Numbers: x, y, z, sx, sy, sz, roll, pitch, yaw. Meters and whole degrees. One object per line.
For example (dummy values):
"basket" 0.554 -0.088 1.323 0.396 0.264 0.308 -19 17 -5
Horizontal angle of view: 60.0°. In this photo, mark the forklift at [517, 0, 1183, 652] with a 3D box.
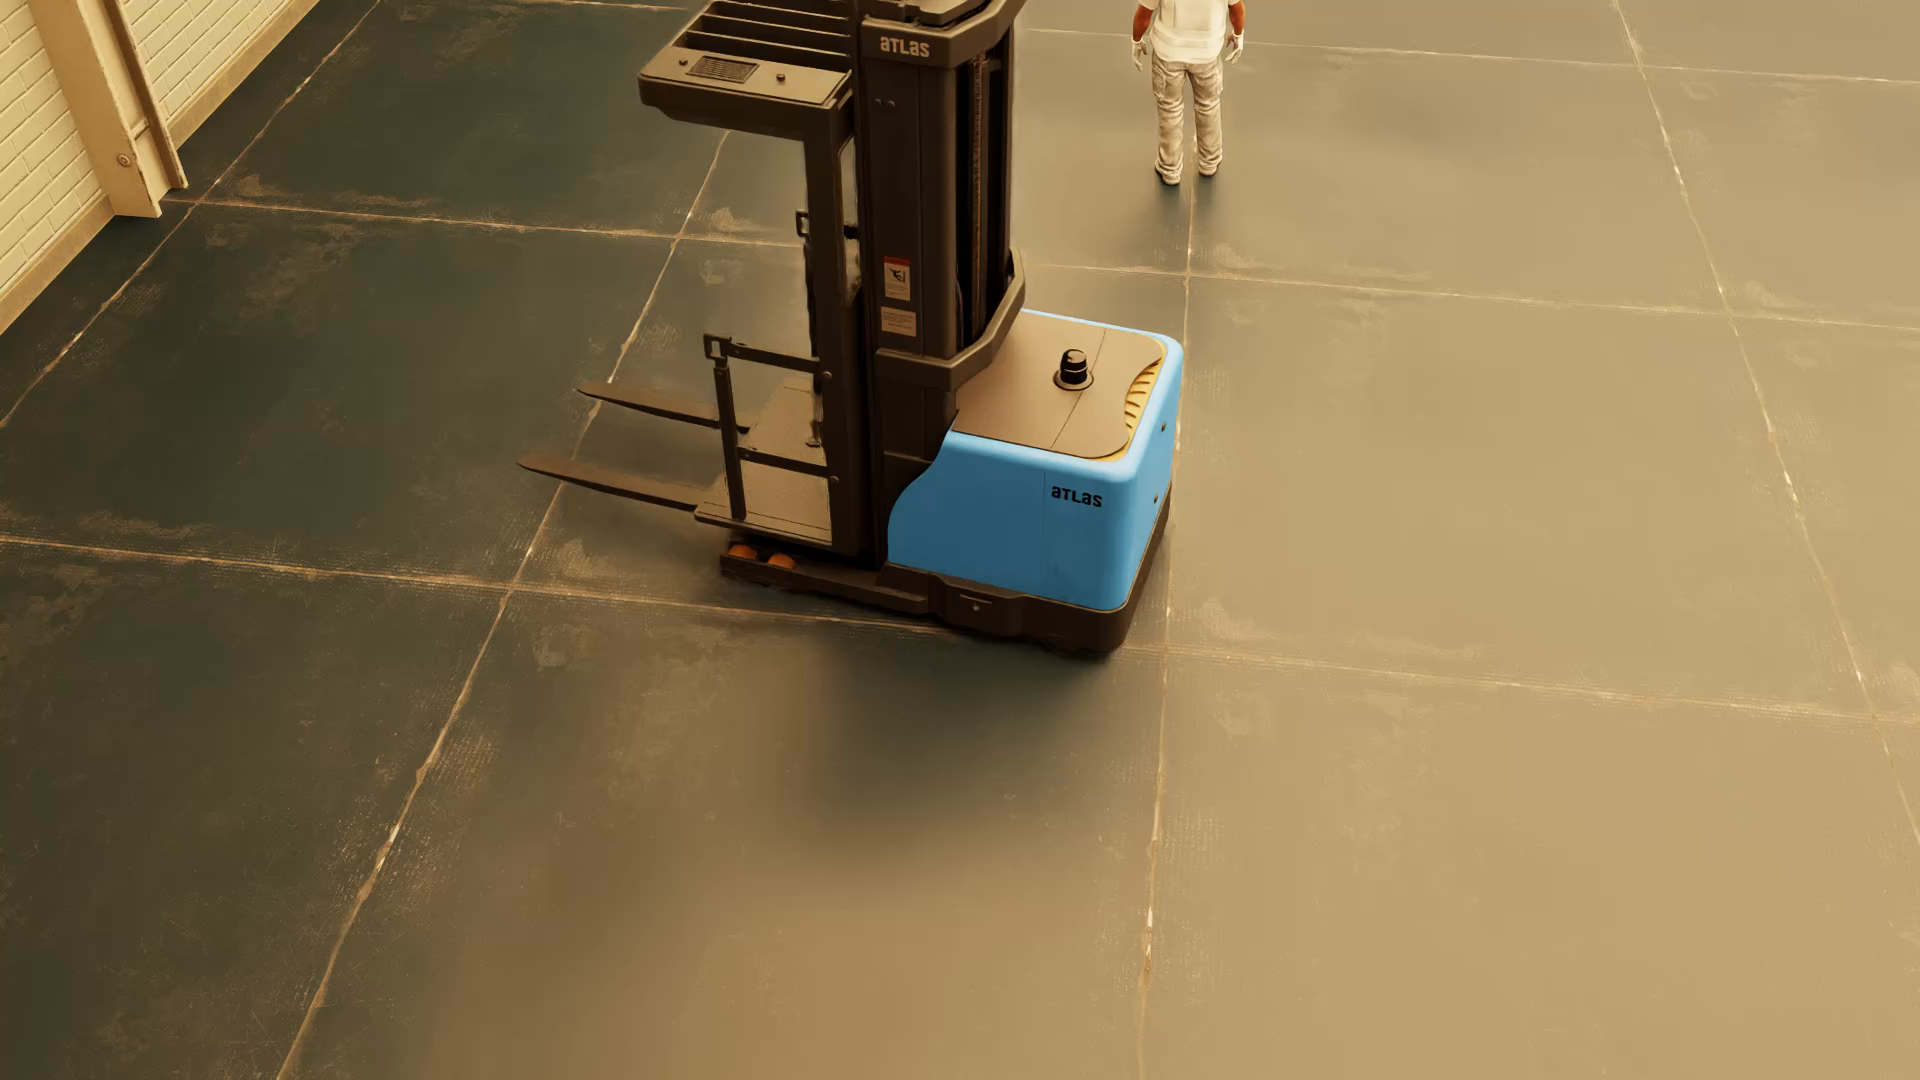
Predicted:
"forklift" -0.585 -1.179 7.007 3.031 2.935 1.130 13 44 13

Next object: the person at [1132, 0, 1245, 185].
"person" 1.329 -2.932 9.753 0.656 1.781 0.577 1 43 1
